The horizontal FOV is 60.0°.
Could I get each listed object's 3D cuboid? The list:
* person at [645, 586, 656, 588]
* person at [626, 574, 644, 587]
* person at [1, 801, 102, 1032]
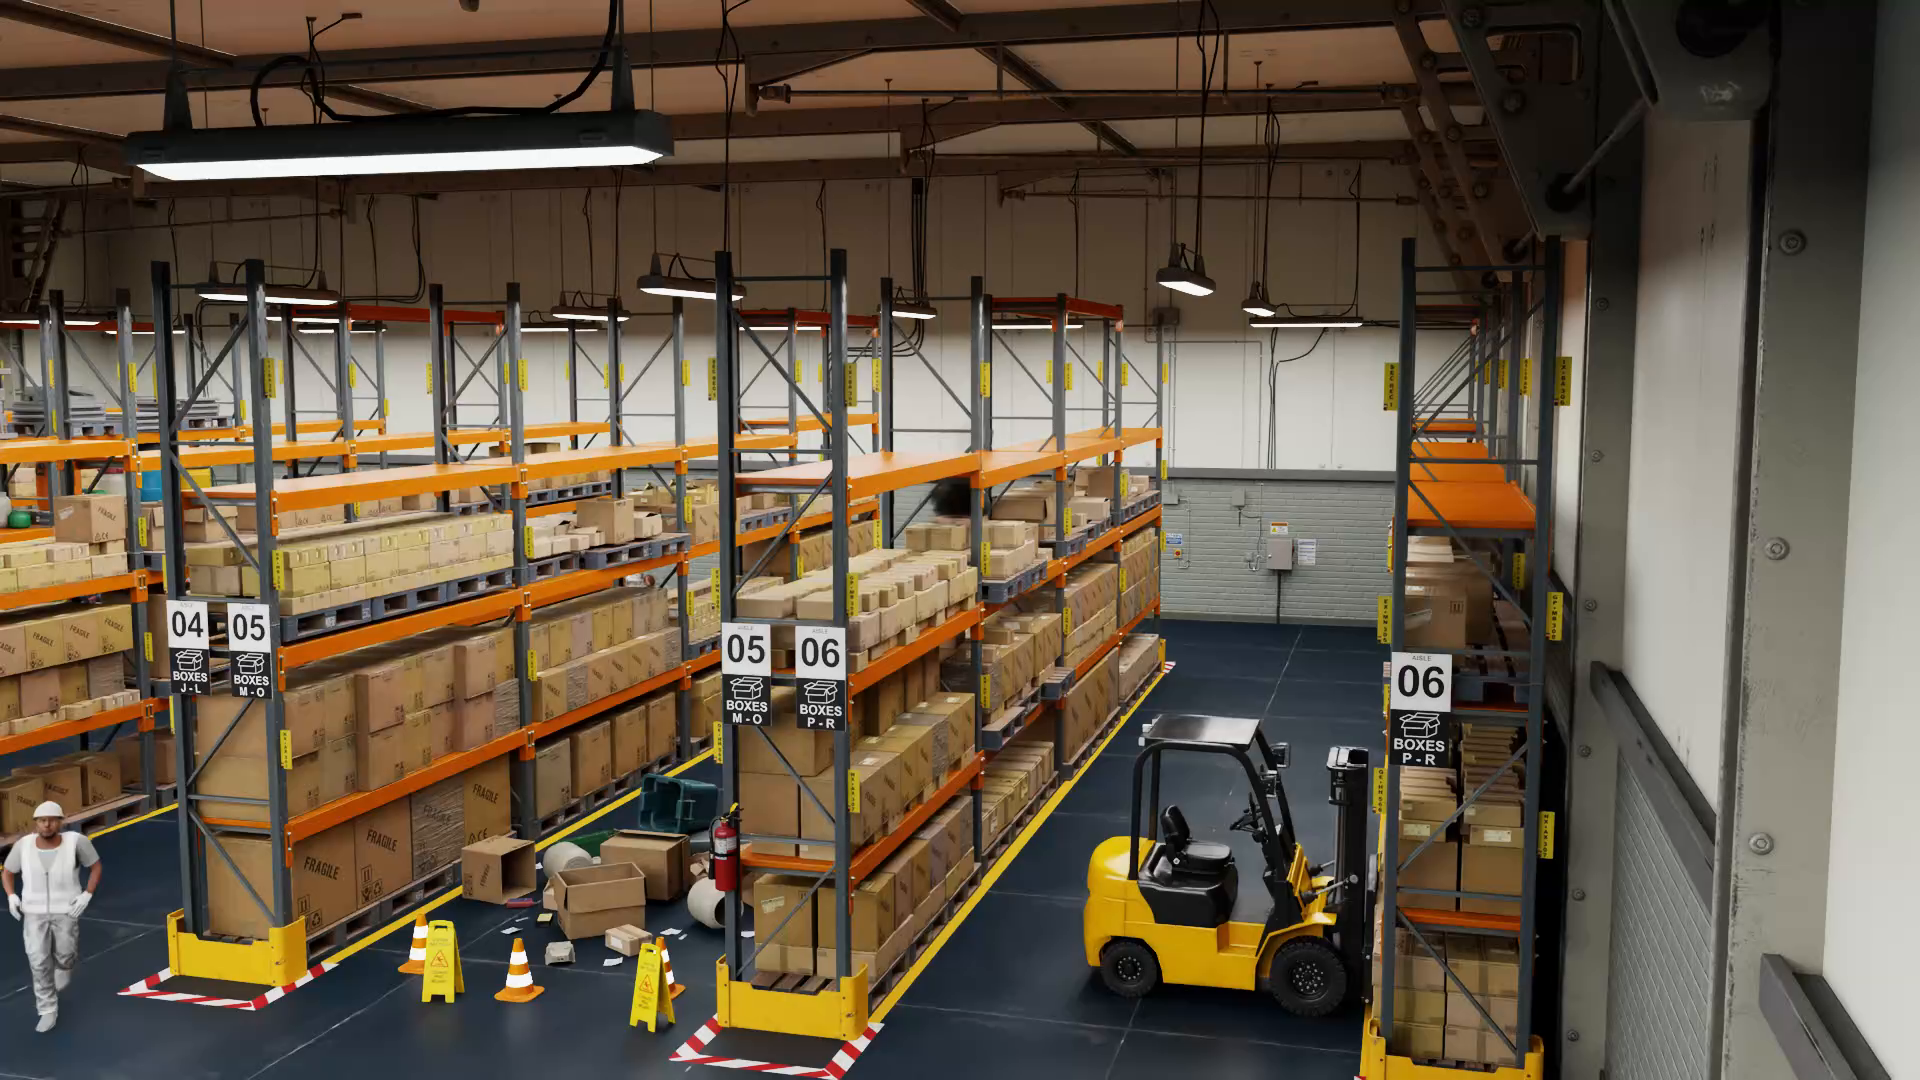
[{"bbox_3d":[-5.375,1.467,28.854,0.528,1.341,0.469,1,6,12],"label":"person"},{"bbox_3d":[-6.244,0.529,31.975,0.420,0.822,0.446,4,7,32],"label":"person"},{"bbox_3d":[-7.195,2.917,13.209,0.712,1.759,0.755,-3,7,-23],"label":"person"}]
